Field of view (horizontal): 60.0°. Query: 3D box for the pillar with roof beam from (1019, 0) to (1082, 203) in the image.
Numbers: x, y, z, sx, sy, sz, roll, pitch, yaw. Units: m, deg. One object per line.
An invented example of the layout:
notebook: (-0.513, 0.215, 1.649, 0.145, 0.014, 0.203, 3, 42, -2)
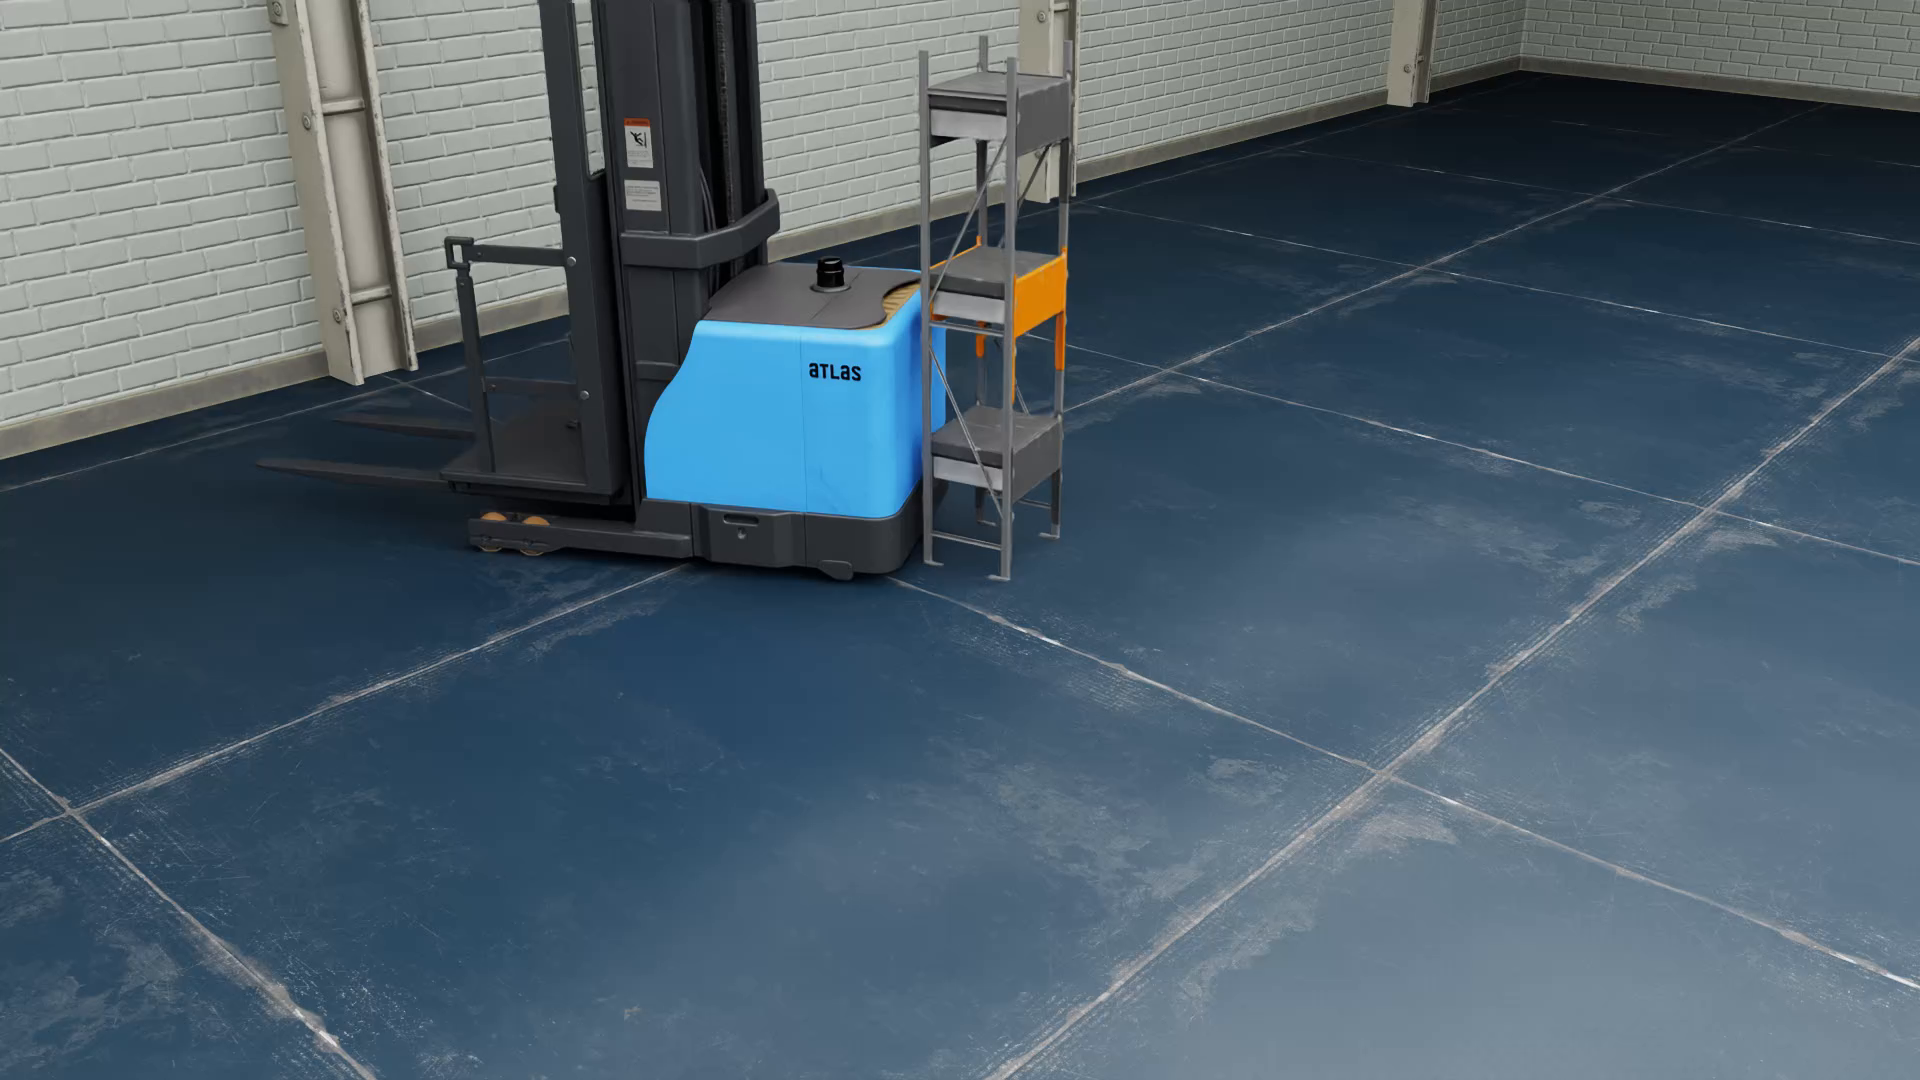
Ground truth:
pillar with roof beam: (3.904, -5.709, 8.983, 9.100, 9.000, 0.400, 20, 31, 38)

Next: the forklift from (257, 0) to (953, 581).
forklift: (-1.607, -1.470, 6.946, 3.031, 2.935, 1.130, 5, 25, 12)

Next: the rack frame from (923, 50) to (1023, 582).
rack frame: (0.044, -0.822, 6.516, 0.400, 2.100, 0.015, 11, 27, 24)

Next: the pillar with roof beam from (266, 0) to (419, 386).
pillar with roof beam: (-0.100, -3.881, 4.906, 9.100, 9.000, 0.400, 20, 31, 38)

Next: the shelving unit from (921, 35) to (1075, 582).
shelving unit: (0.151, -0.911, 6.716, 0.431, 2.100, 0.503, 11, 27, 24)

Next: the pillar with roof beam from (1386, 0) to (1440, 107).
pillar with roof beam: (7.909, -7.537, 13.060, 9.100, 9.000, 0.400, 20, 31, 38)

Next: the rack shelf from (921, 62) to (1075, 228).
rack shelf: (0.151, -1.538, 6.435, 0.431, 0.518, 0.480, 11, 27, 24)

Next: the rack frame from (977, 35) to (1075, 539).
rack frame: (0.259, -1.001, 6.915, 0.400, 2.100, 0.015, 11, 27, 24)

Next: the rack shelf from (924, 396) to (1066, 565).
rack shelf: (0.151, -0.260, 7.007, 0.431, 0.518, 0.480, 11, 27, 24)

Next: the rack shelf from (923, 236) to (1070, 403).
rack shelf: (0.151, -0.899, 6.721, 0.431, 0.518, 0.480, 11, 27, 24)
